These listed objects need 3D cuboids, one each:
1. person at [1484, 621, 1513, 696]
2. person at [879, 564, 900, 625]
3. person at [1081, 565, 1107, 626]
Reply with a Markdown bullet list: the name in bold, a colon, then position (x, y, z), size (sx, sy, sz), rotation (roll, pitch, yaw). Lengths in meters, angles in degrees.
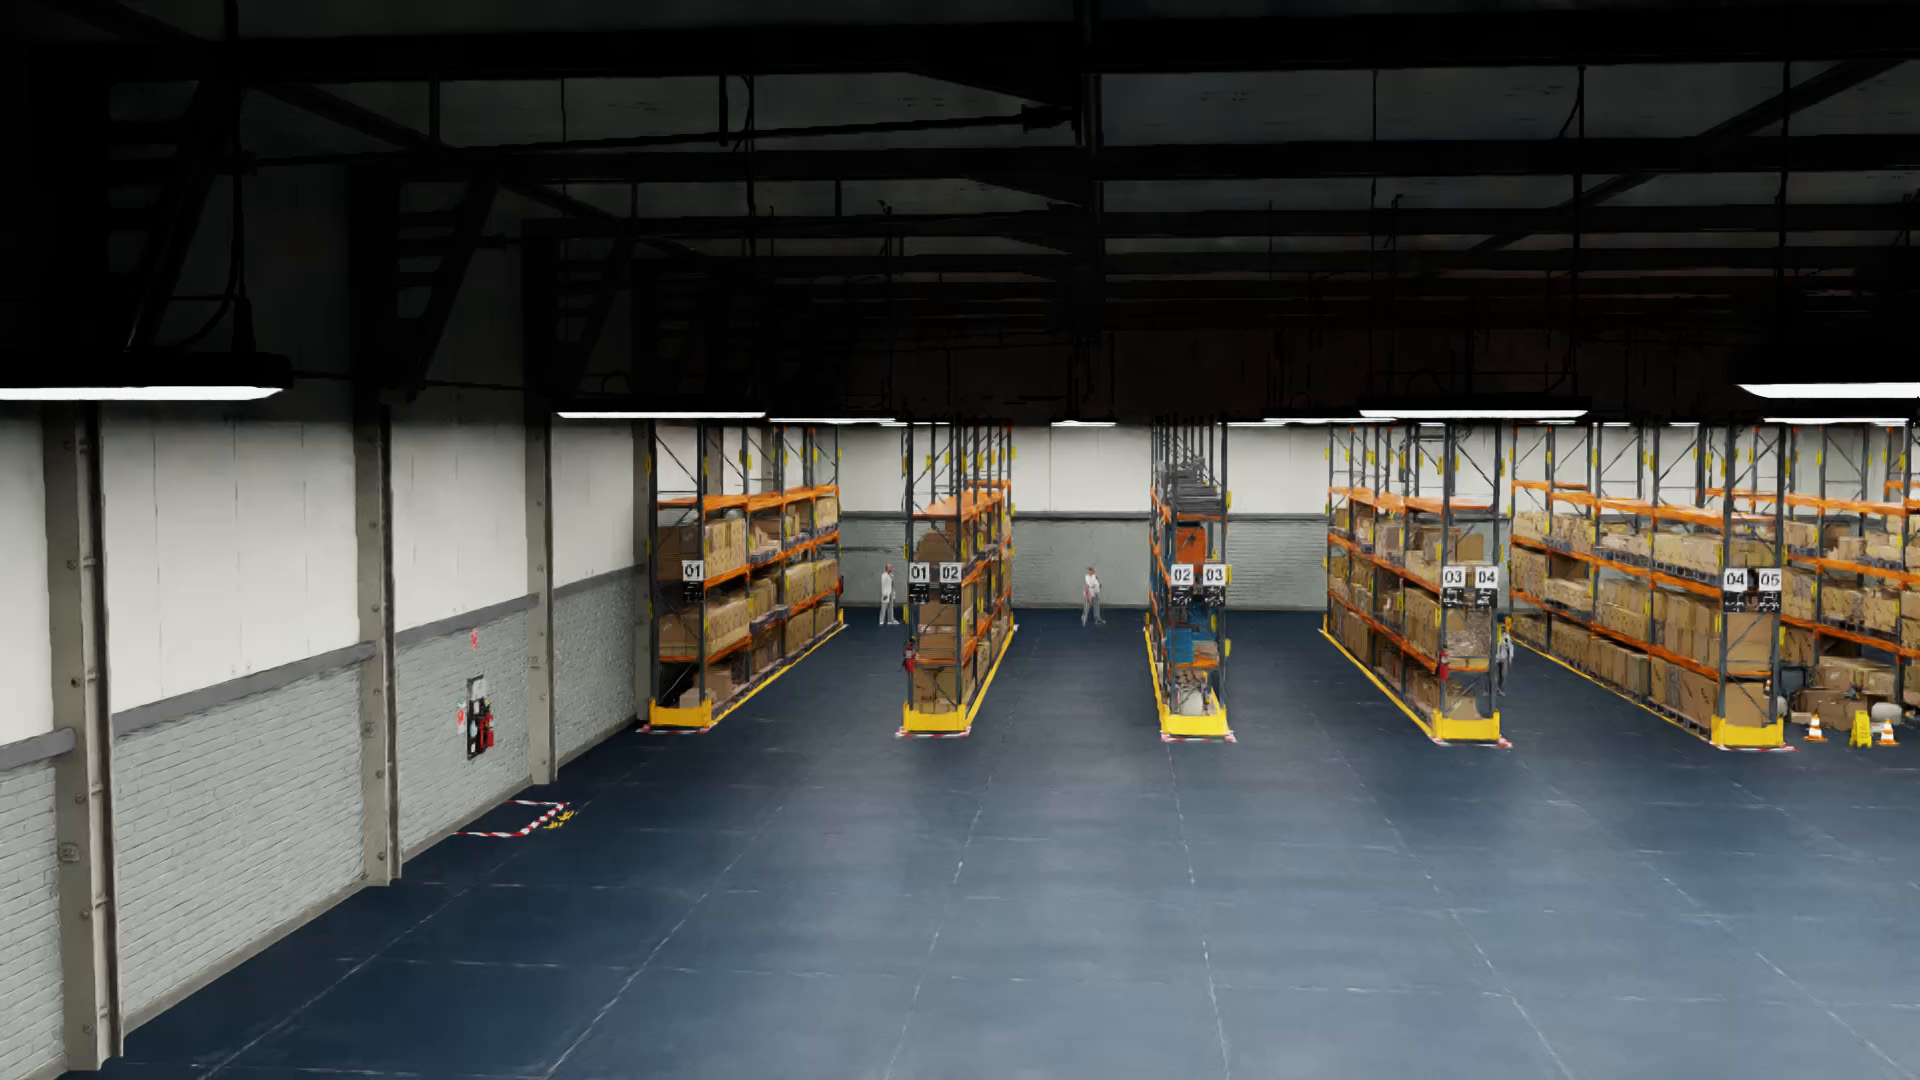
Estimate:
- **person**: position (11.501, 2.523, 35.551), size (0.639, 1.632, 0.506), rotation (0, 4, 3)
- **person**: position (-2.091, 1.572, 48.256), size (0.479, 1.781, 0.676), rotation (2, 4, 30)
- **person**: position (3.846, 1.590, 48.227), size (0.548, 1.755, 0.747), rotation (3, 5, 37)
